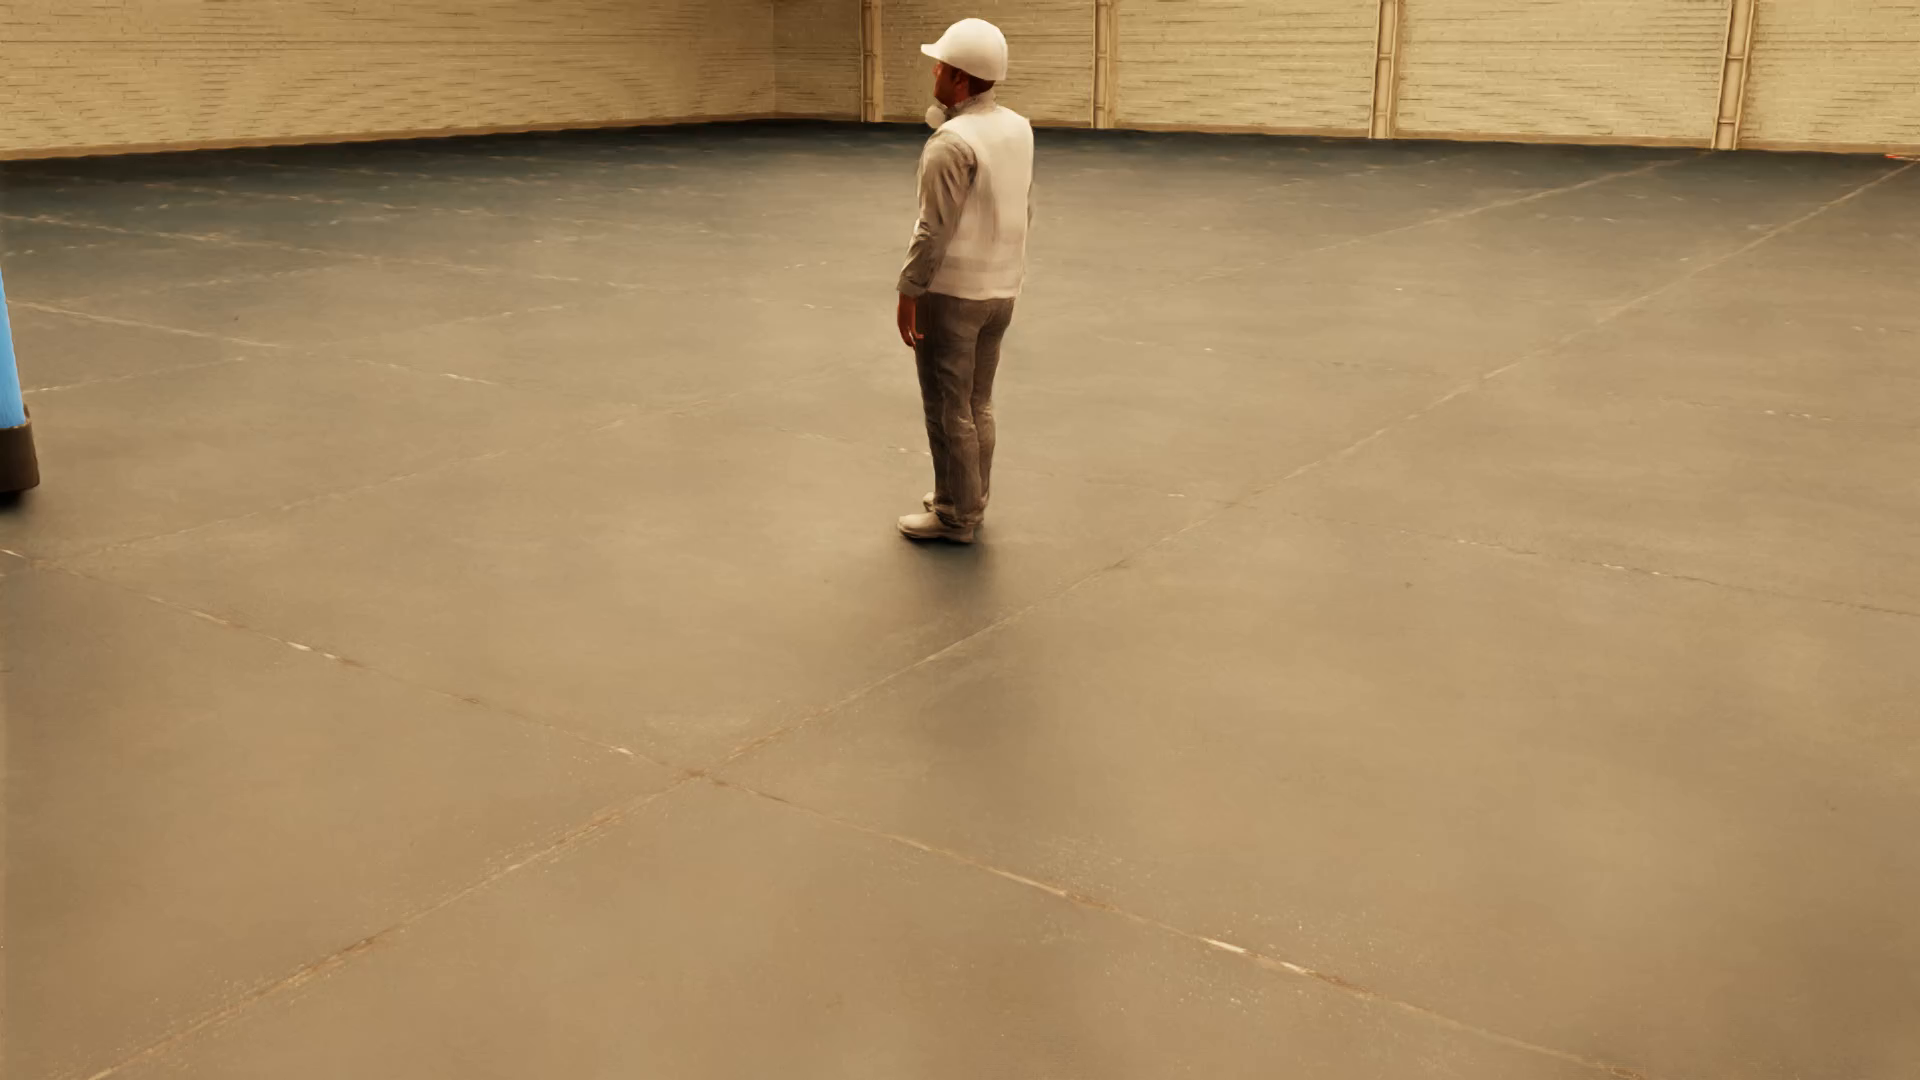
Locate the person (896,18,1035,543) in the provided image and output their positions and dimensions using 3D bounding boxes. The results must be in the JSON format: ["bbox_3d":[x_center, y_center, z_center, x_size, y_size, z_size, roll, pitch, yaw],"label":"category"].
[{"bbox_3d":[-0.047,-0.869,5.733,0.567,1.773,0.632,11,20,33],"label":"person"}]

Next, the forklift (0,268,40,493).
[{"bbox_3d":[-4.818,-1.804,6.864,1.130,2.935,3.031,-12,20,-34],"label":"forklift"}]
